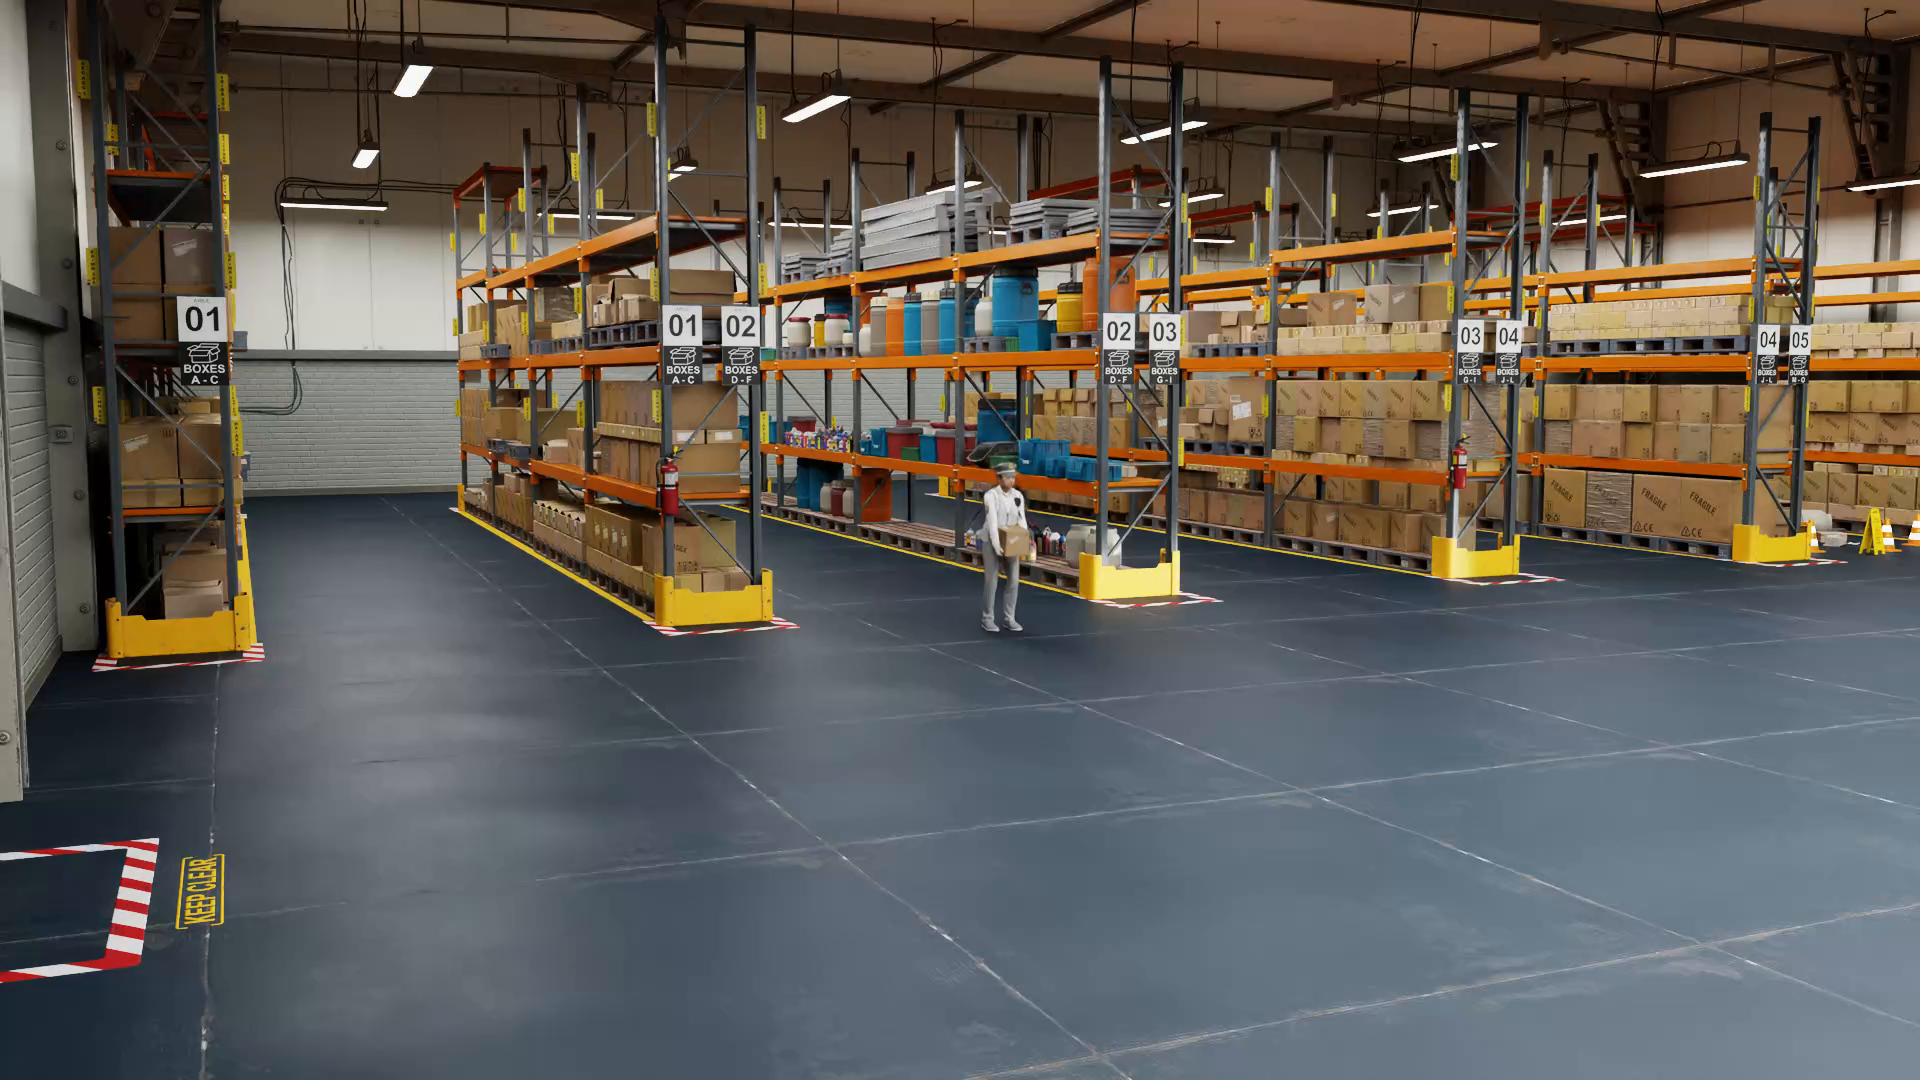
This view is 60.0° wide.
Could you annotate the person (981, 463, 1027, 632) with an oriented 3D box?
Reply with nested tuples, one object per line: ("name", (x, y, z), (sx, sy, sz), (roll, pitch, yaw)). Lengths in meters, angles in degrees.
("person", (0.445, 0.067, 16.334), (0.421, 1.667, 0.535), (-3, 6, -25))
